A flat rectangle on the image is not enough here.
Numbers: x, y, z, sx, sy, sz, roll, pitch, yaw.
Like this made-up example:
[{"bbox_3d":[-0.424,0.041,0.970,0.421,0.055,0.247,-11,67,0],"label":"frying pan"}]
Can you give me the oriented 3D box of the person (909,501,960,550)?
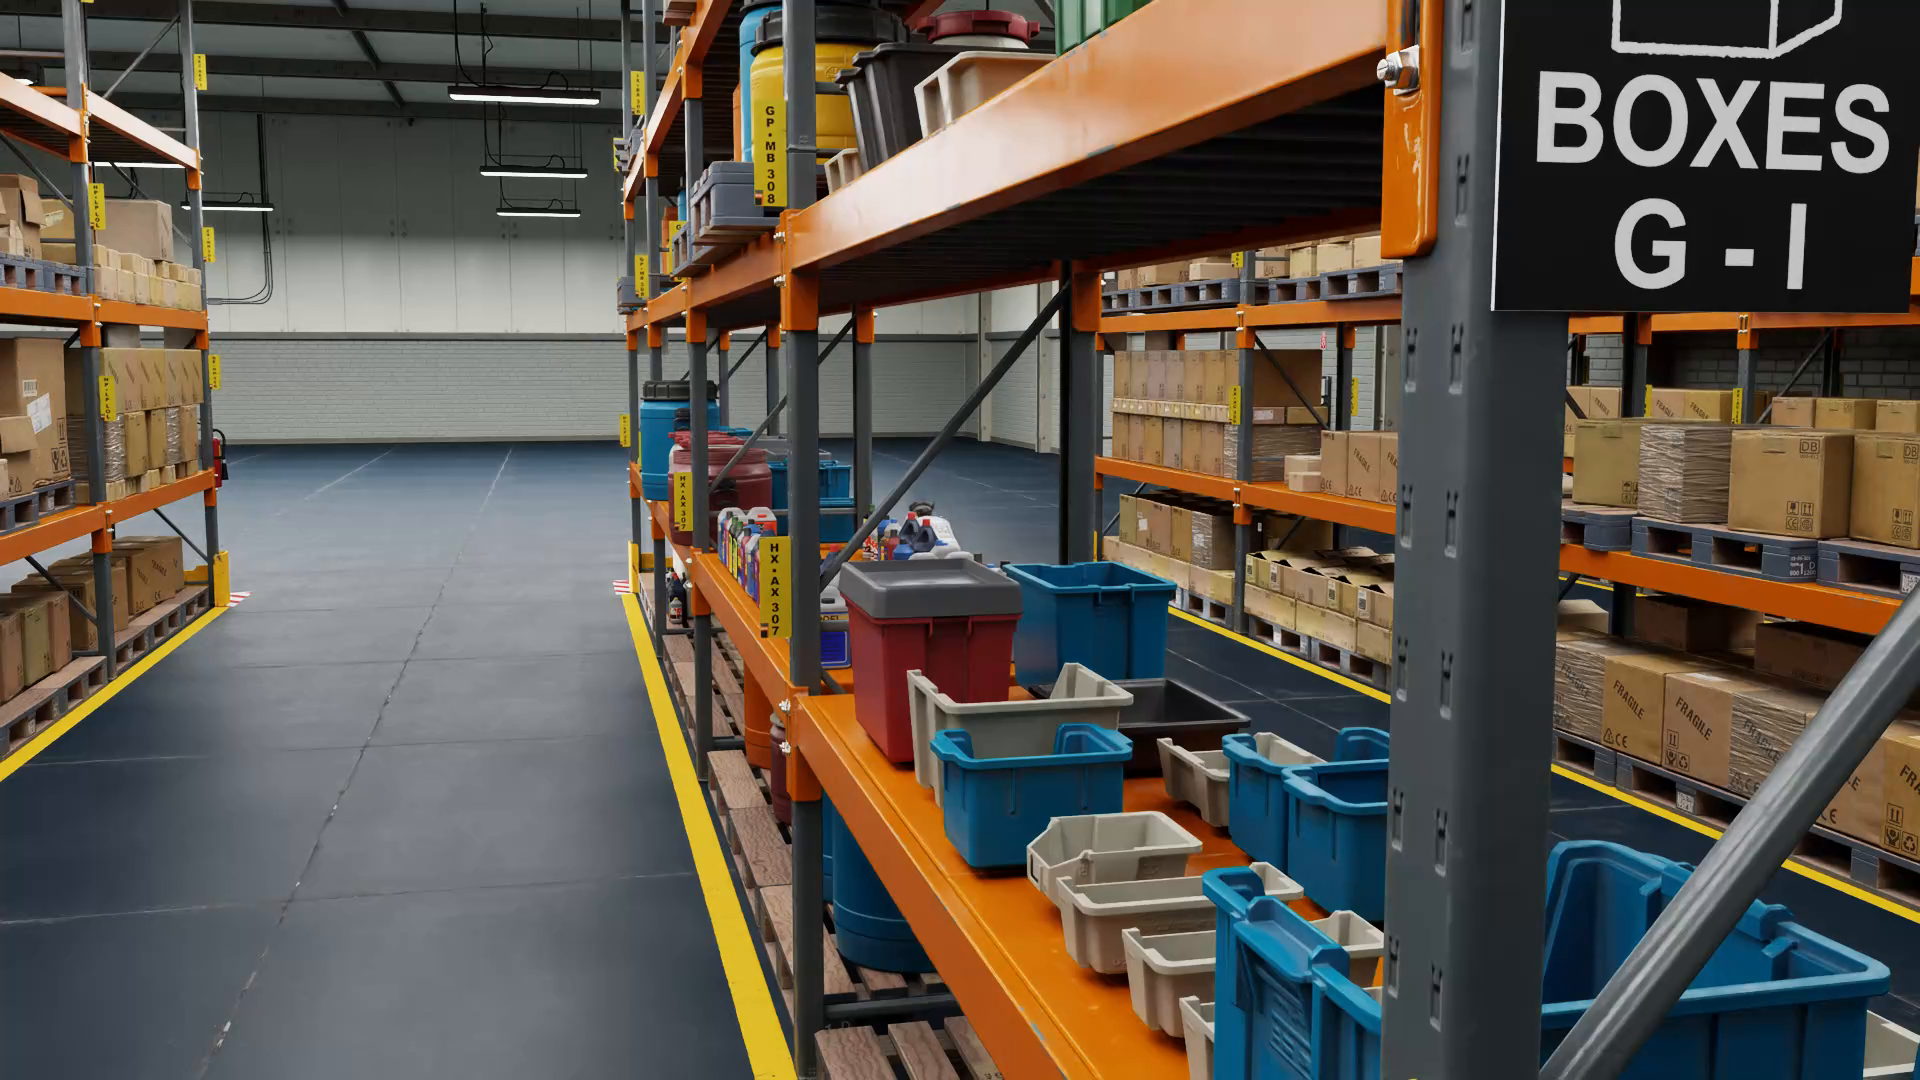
[{"bbox_3d":[-0.272,0.166,15.578,0.499,1.036,0.819,-2,6,-14],"label":"person"}]
